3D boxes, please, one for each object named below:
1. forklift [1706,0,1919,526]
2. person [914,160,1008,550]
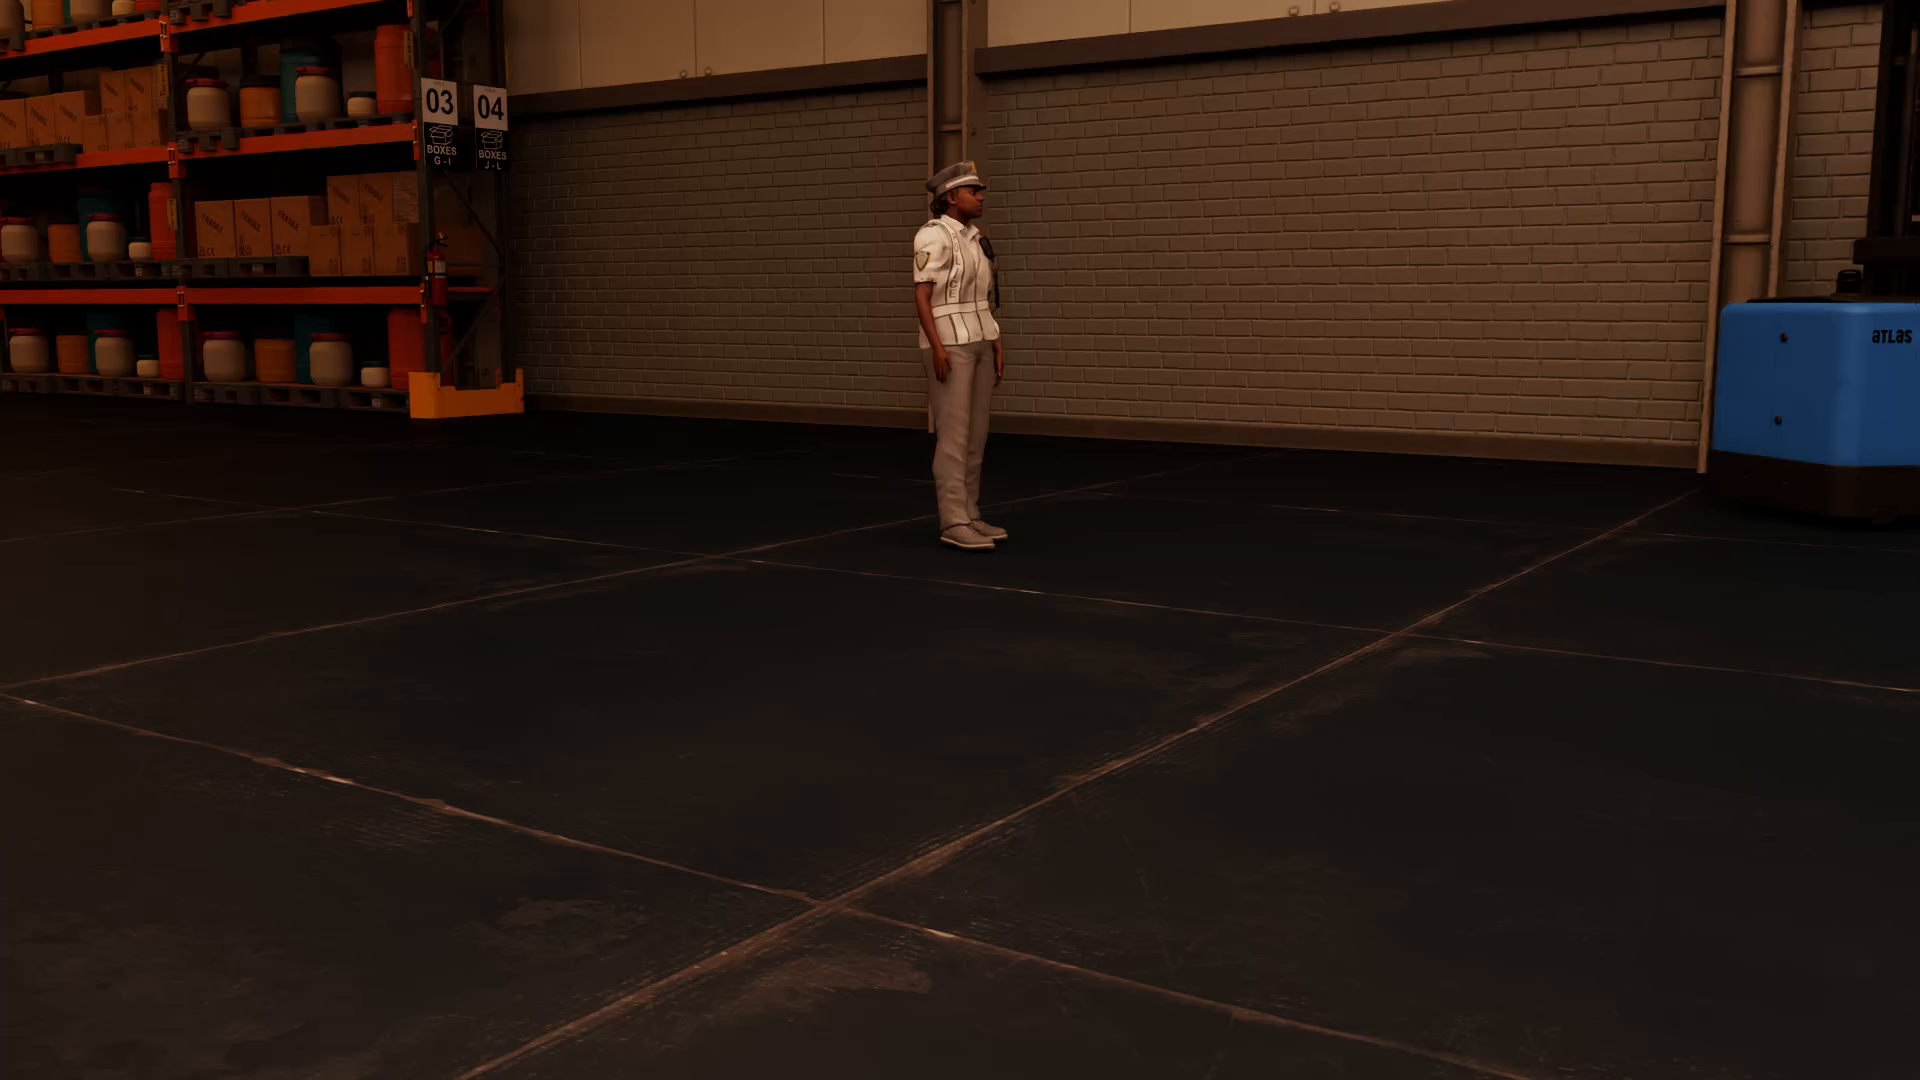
[{"bbox_3d":[5.504,-1.597,8.425,3.031,2.935,1.130,-2,8,-11],"label":"forklift"},{"bbox_3d":[0.051,-0.838,7.425,0.528,1.695,0.569,5,10,34],"label":"person"}]
